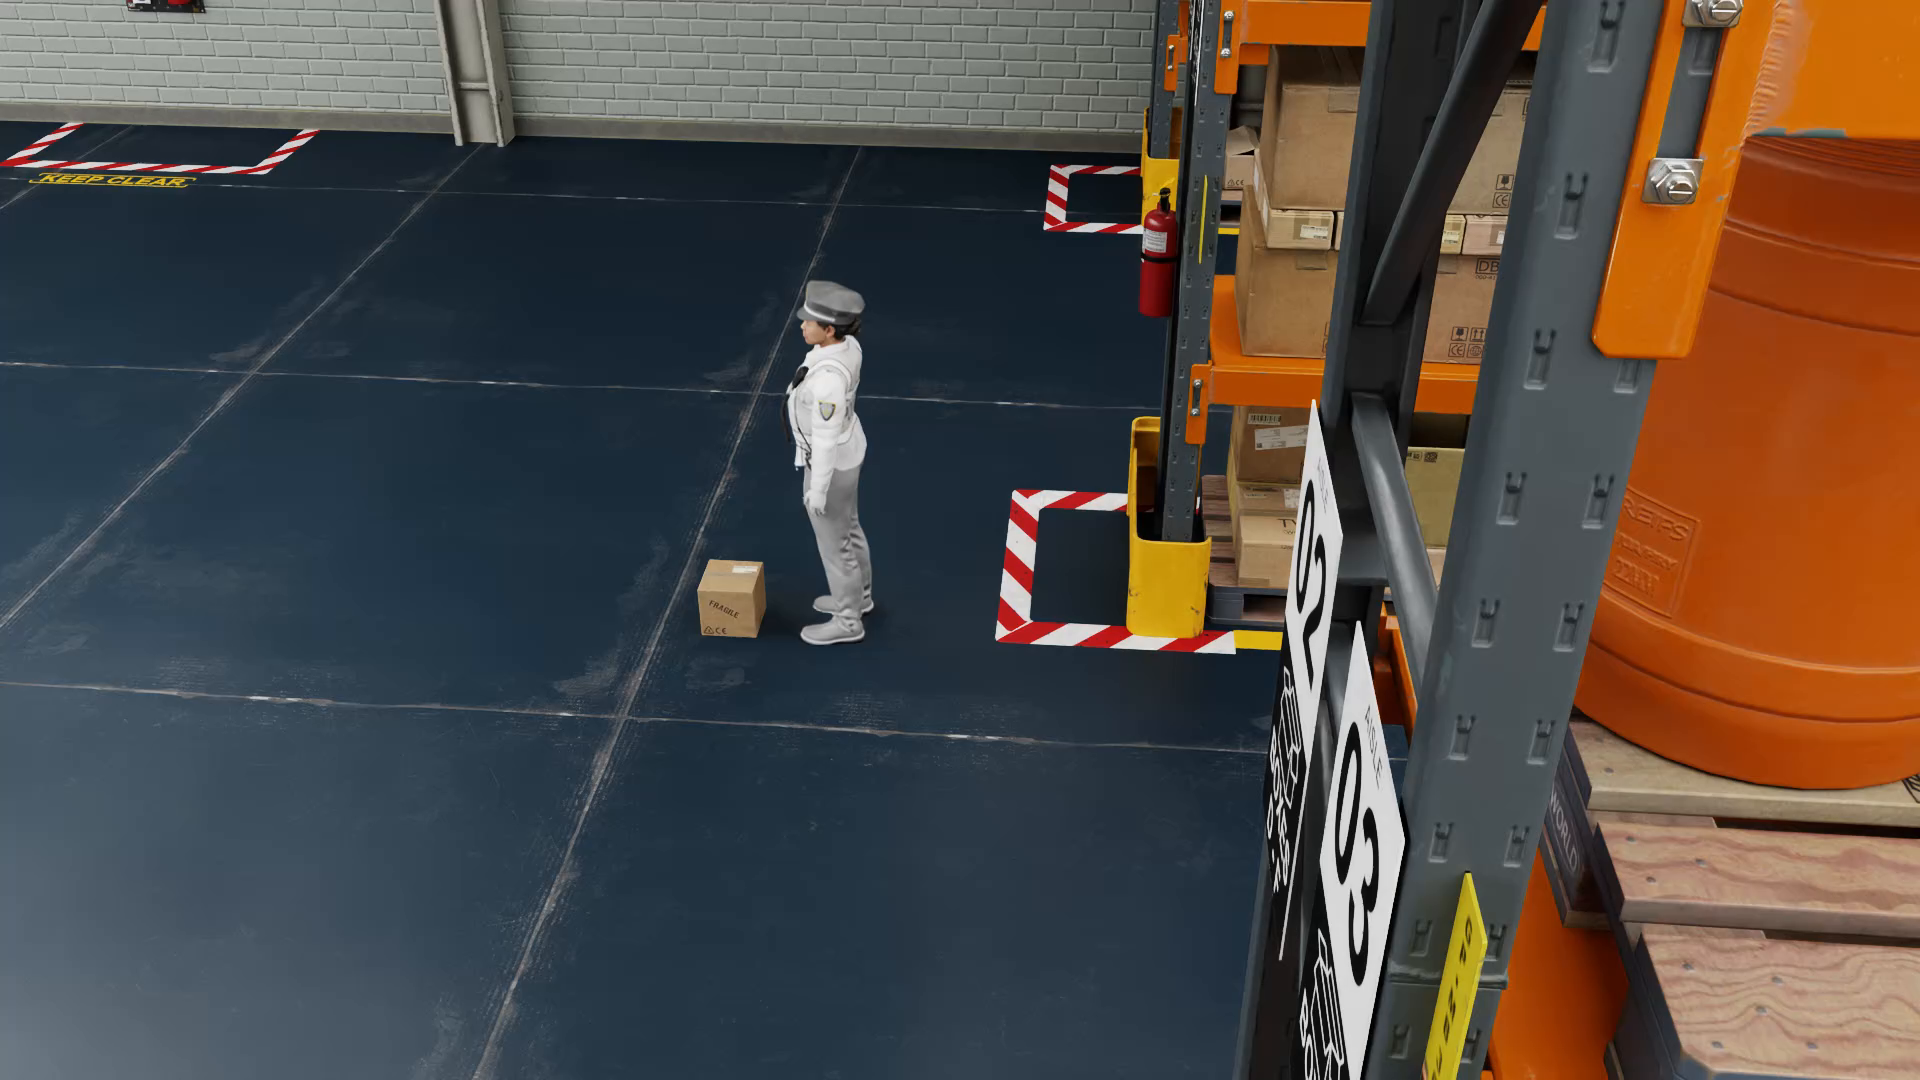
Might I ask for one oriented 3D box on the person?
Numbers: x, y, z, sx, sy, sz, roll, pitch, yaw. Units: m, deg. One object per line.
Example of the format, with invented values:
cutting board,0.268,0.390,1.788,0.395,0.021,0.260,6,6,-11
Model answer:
person,-0.558,-0.309,7.114,0.346,1.697,0.467,3,32,5
